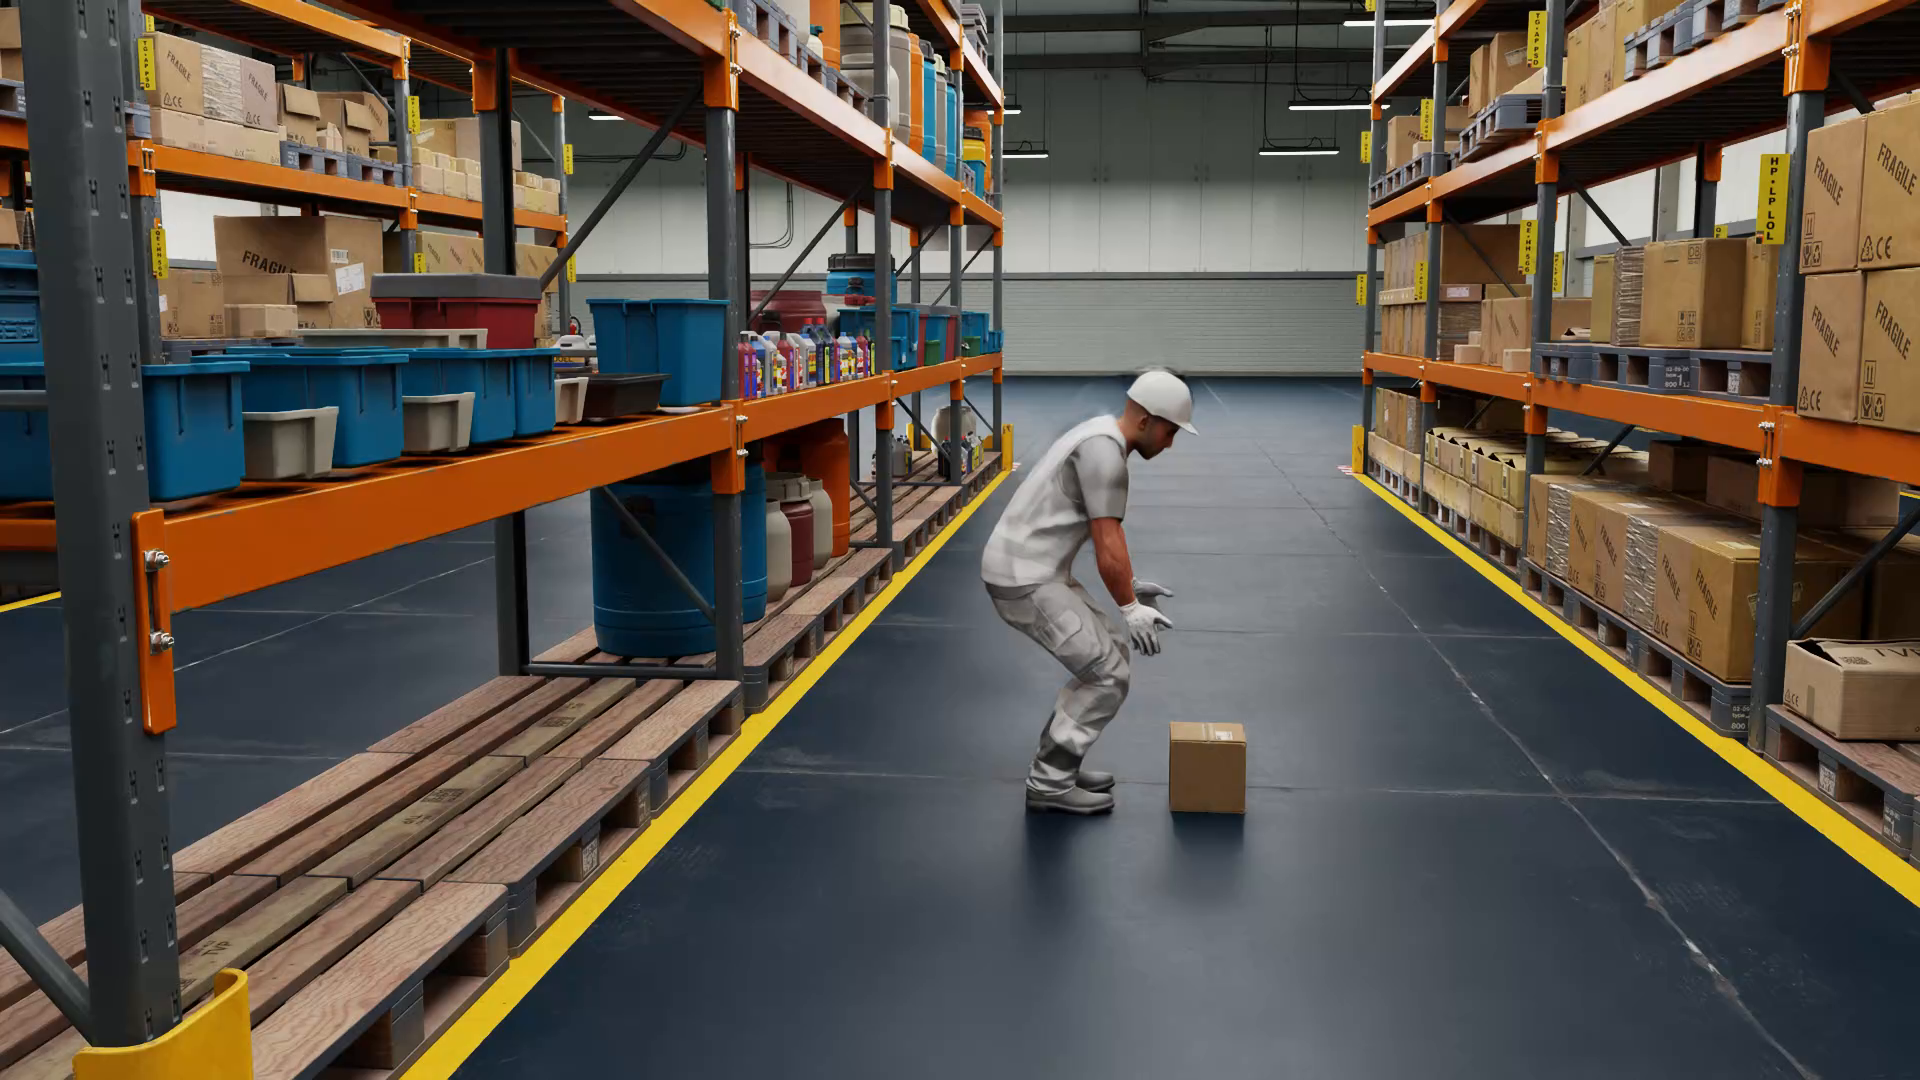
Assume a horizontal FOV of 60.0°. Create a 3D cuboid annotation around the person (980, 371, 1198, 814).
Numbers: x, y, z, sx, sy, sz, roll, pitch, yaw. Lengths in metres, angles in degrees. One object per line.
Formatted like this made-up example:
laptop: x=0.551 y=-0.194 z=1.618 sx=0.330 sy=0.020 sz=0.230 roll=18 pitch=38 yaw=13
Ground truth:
person: x=0.437 y=0.162 z=5.684 sx=0.731 sy=1.471 sz=0.582 roll=1 pitch=8 yaw=6
